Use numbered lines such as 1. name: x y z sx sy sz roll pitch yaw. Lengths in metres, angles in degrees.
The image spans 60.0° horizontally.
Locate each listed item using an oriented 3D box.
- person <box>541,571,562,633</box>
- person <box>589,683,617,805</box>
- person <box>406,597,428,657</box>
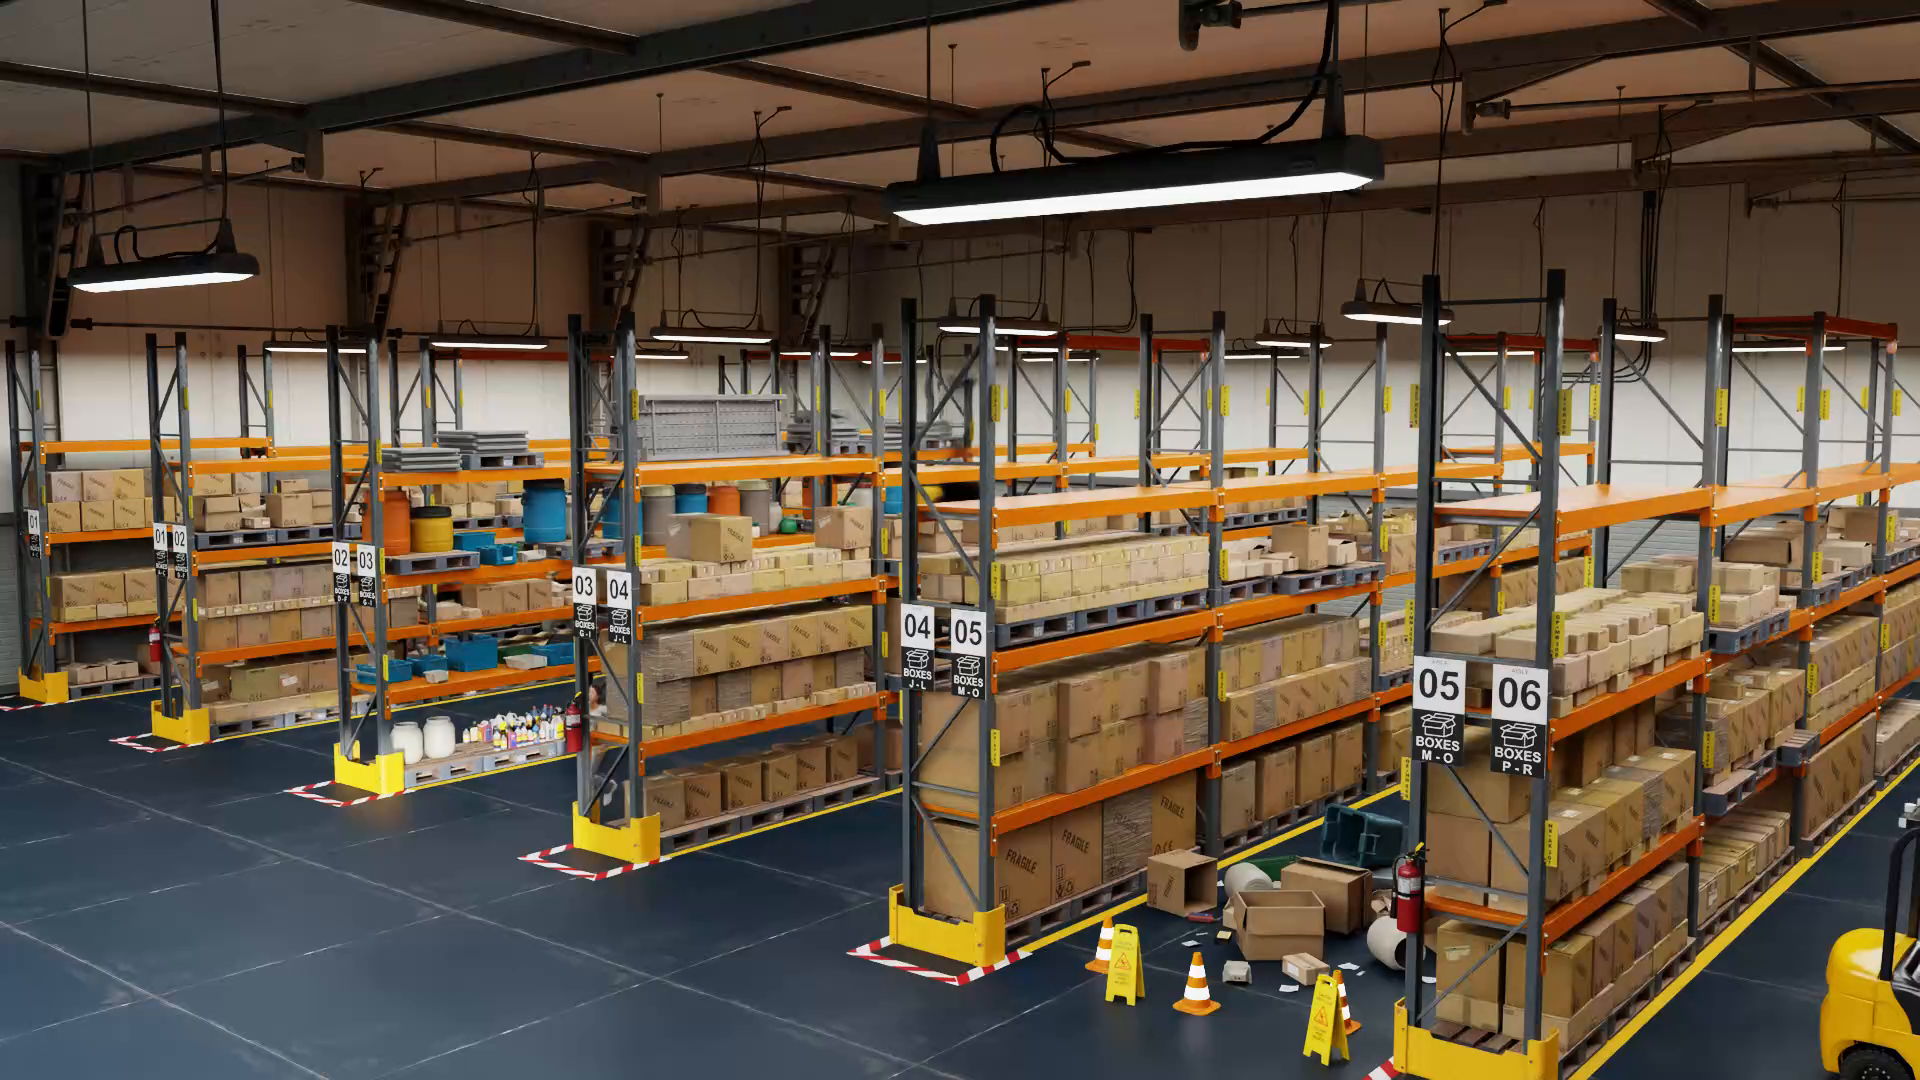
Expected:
1. person: -8.082 1.372 32.963 0.625 1.654 0.723 3 6 31
2. person: -4.418 2.546 20.100 0.564 1.661 0.745 2 6 24
3. person: -10.122 1.597 30.760 0.581 1.630 0.566 3 6 32
